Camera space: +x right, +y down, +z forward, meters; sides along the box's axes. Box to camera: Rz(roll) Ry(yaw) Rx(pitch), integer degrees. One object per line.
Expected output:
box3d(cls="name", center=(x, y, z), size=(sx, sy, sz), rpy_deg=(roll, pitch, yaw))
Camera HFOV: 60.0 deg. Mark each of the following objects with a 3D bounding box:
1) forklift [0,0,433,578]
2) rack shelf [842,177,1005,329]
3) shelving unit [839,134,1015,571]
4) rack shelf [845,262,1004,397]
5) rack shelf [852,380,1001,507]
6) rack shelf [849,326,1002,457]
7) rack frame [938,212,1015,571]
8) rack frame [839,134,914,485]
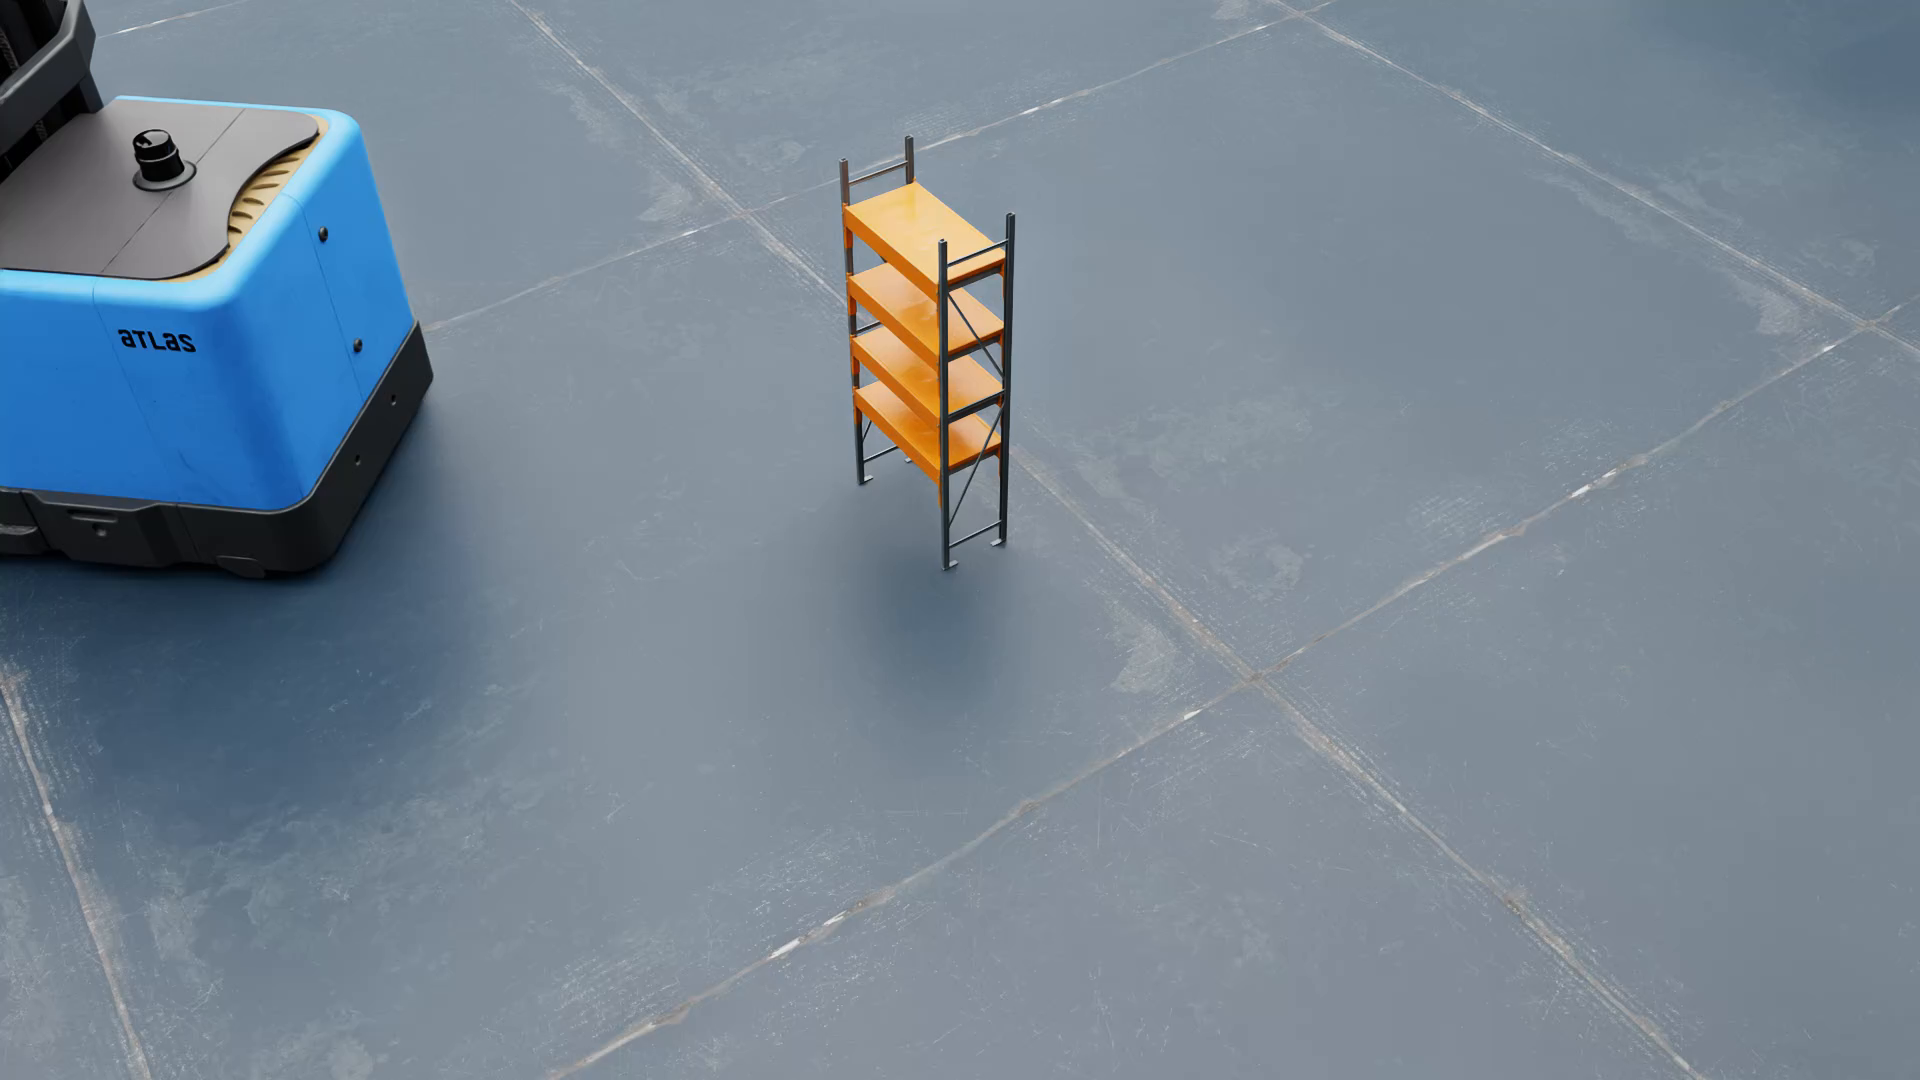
box3d(cls="forklift", center=(-3.371, -1.396, 4.590), size=(3.031, 2.935, 1.130), rpy_deg=(5, 44, 5))
box3d(cls="rack shelf", center=(-0.095, -0.812, 4.663), size=(0.258, 0.148, 0.480), rpy_deg=(-26, 49, -24))
box3d(cls="shelving unit", center=(-0.095, -0.528, 4.934), size=(0.258, 1.200, 0.503), rpy_deg=(-26, 49, -24))
box3d(cls="rack shelf", center=(-0.095, -0.641, 4.826), size=(0.258, 0.148, 0.480), rpy_deg=(-26, 49, -24))
box3d(cls="rack shelf", center=(-0.095, -0.335, 5.117), size=(0.258, 0.148, 0.480), rpy_deg=(-26, 49, -24))
box3d(cls="rack shelf", center=(-0.095, -0.479, 4.980), size=(0.258, 0.148, 0.480), rpy_deg=(-26, 49, -24))
box3d(cls="rack frame", center=(0.045, -0.390, 4.789), size=(0.240, 1.200, 0.015), rpy_deg=(-26, 49, -24))
box3d(cls="rack frame", center=(-0.234, -0.666, 5.079), size=(0.240, 1.200, 0.015), rpy_deg=(-26, 49, -24))
